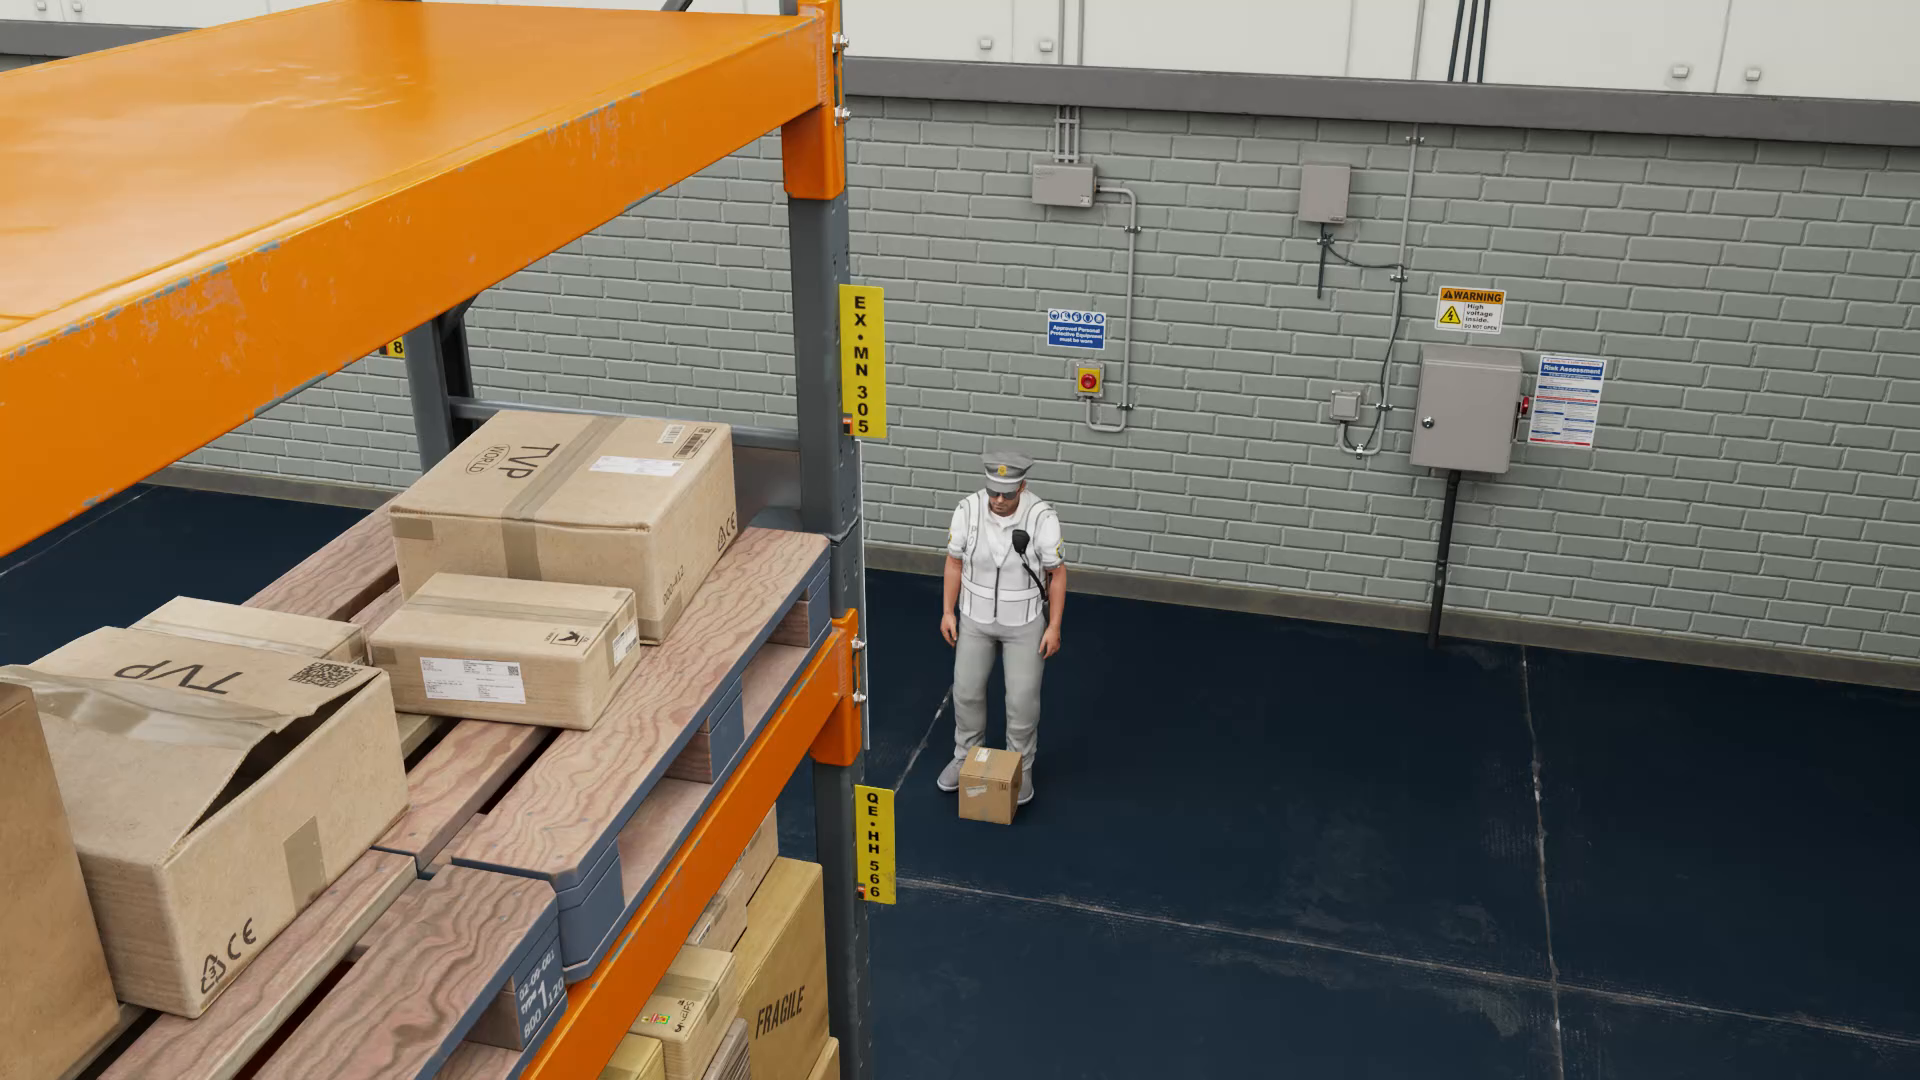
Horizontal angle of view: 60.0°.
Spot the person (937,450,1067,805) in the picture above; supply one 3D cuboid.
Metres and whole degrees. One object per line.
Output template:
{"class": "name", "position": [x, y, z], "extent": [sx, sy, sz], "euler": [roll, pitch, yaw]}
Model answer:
{"class": "person", "position": [0.198, 0.376, 7.799], "extent": [0.585, 1.747, 0.472], "euler": [6, 26, 13]}
